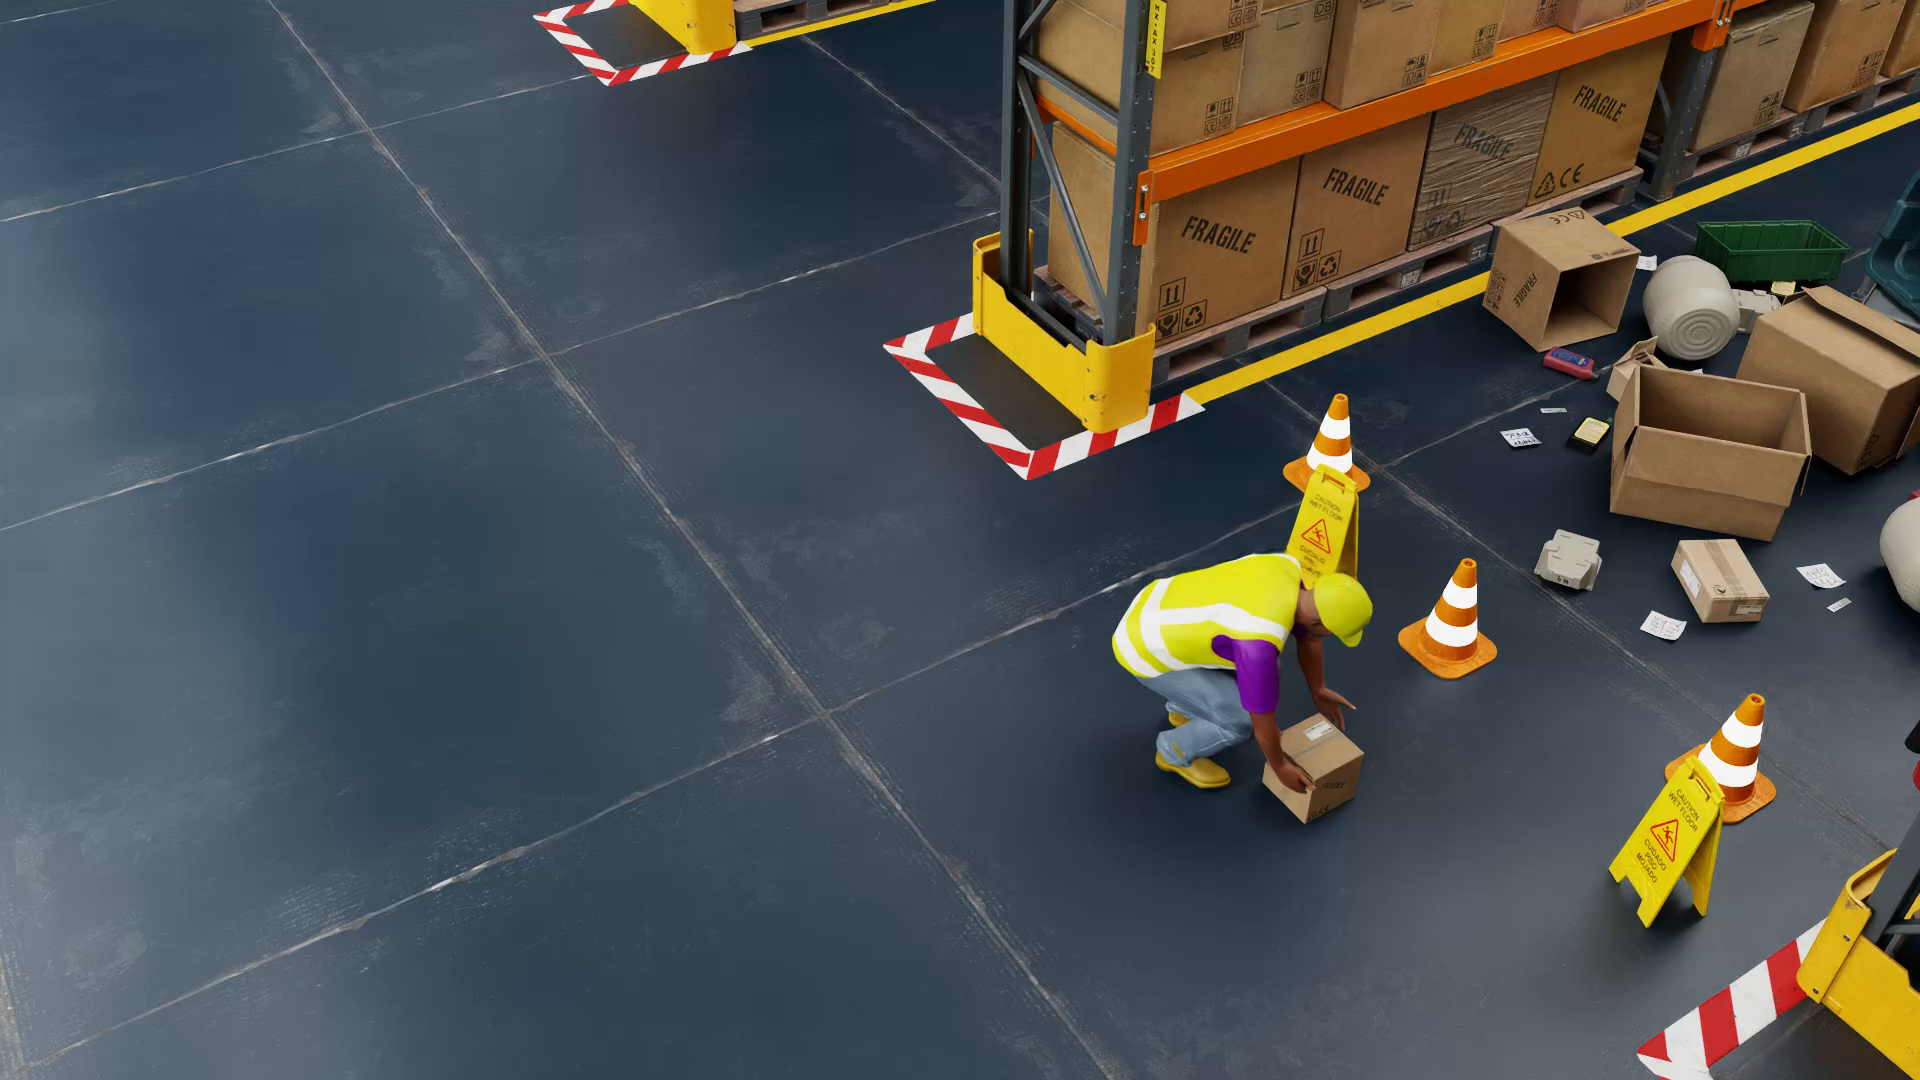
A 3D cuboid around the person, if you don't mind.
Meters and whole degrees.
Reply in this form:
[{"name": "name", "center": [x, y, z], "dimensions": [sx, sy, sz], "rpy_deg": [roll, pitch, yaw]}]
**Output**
[{"name": "person", "center": [1.034, 0.439, 6.206], "dimensions": [0.887, 1.017, 0.584], "rpy_deg": [19, 44, 21]}]
